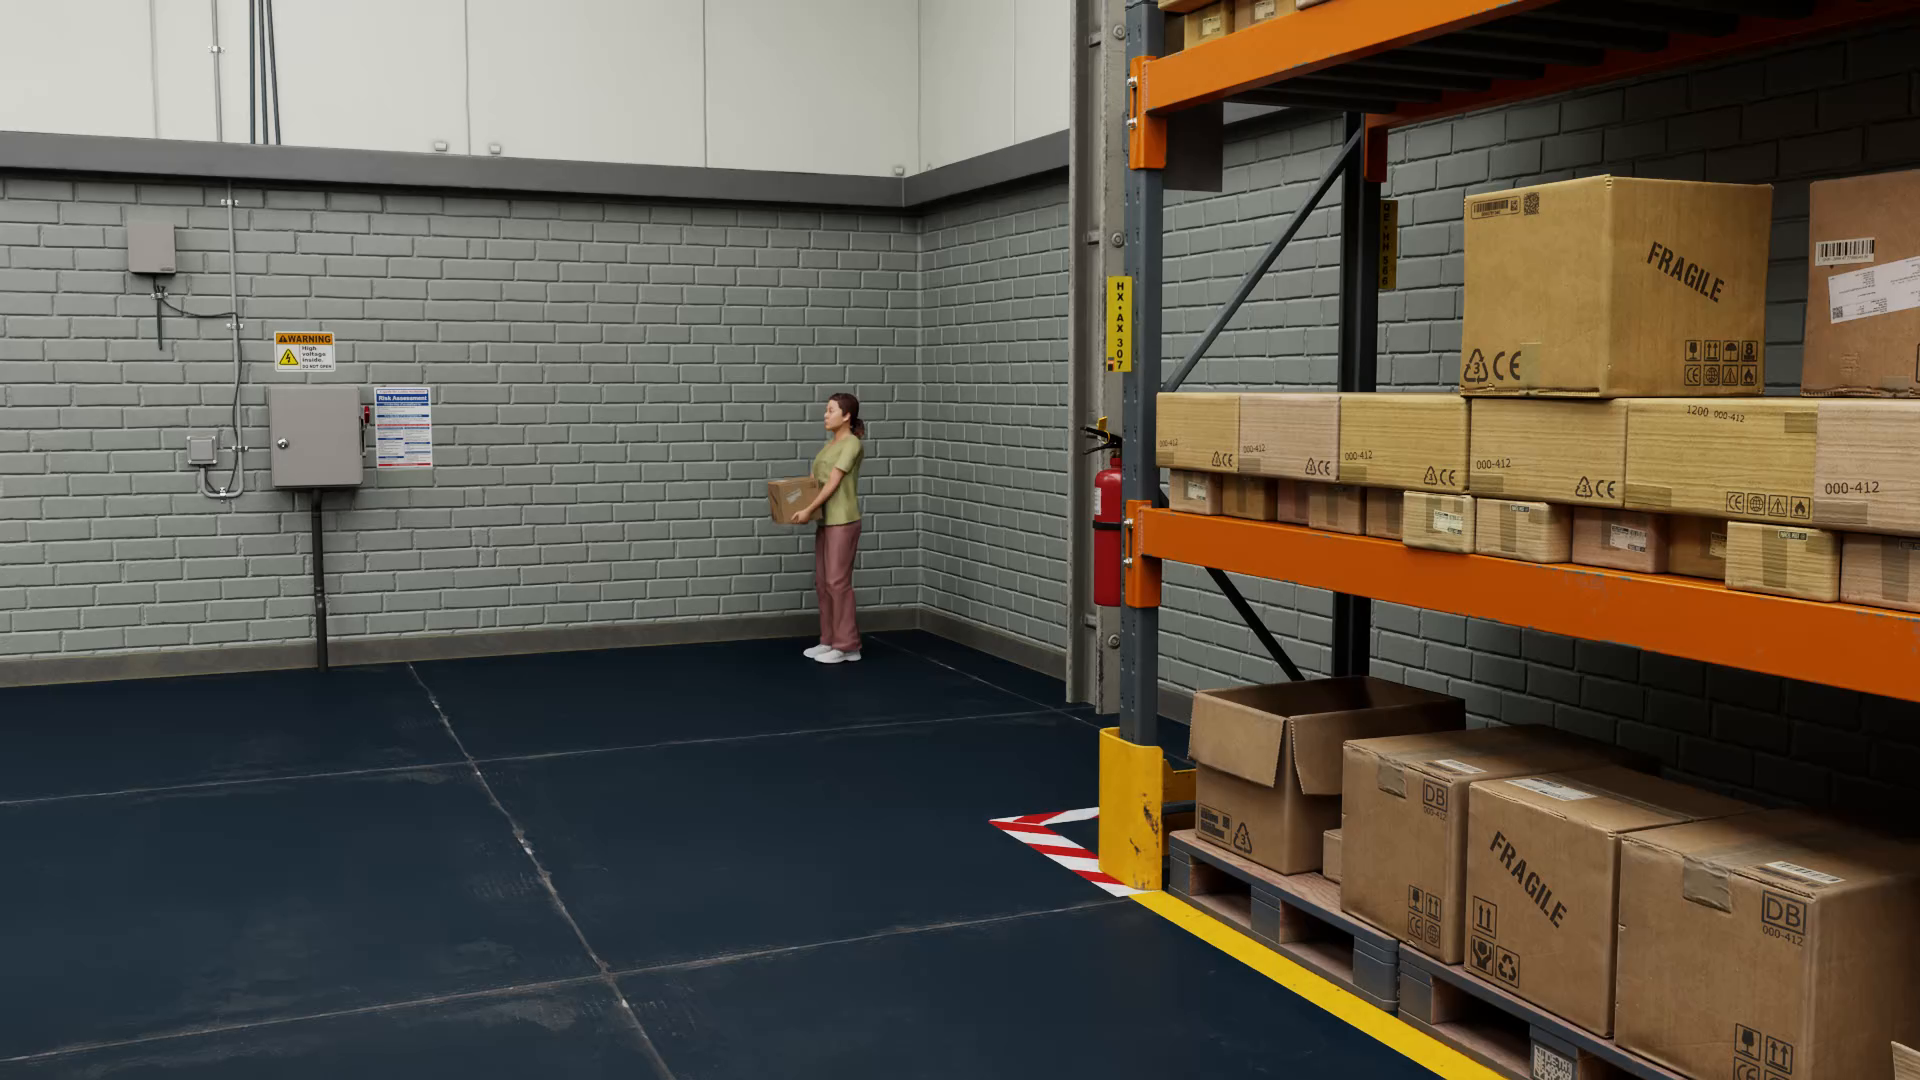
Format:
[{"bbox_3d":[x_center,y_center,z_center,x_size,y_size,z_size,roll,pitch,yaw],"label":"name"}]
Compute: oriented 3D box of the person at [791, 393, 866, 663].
[{"bbox_3d":[-0.833,-0.076,10.325,0.538,1.668,0.420,-2,6,-24],"label":"person"}]
